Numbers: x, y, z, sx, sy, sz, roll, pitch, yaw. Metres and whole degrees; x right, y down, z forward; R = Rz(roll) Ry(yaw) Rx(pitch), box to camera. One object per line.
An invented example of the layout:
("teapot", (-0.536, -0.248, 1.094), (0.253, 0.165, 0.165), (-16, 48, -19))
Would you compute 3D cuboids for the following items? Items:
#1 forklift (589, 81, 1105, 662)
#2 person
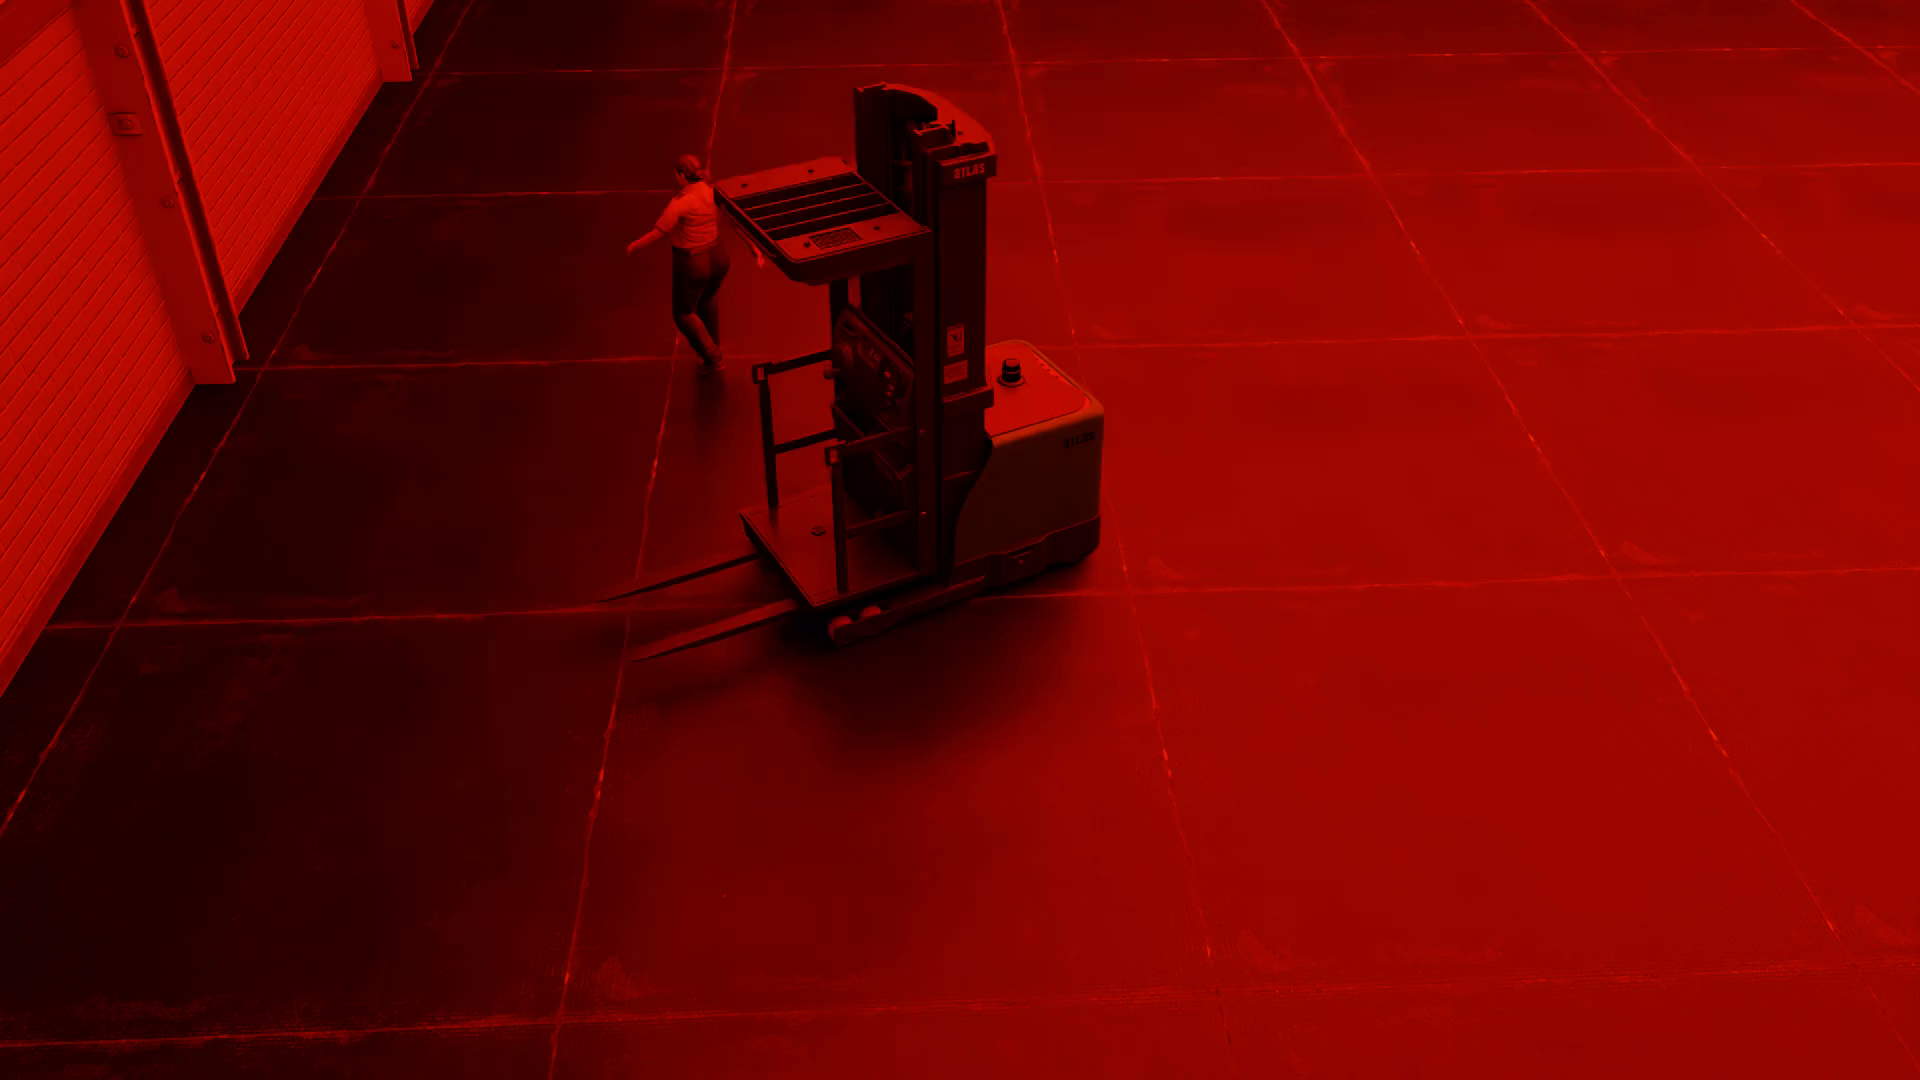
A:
("forklift", (-0.673, -0.931, 9.289), (3.031, 2.935, 1.130), (-18, 40, -23))
("person", (-1.844, -1.970, 11.834), (0.829, 1.632, 0.689), (-30, 45, -34))
